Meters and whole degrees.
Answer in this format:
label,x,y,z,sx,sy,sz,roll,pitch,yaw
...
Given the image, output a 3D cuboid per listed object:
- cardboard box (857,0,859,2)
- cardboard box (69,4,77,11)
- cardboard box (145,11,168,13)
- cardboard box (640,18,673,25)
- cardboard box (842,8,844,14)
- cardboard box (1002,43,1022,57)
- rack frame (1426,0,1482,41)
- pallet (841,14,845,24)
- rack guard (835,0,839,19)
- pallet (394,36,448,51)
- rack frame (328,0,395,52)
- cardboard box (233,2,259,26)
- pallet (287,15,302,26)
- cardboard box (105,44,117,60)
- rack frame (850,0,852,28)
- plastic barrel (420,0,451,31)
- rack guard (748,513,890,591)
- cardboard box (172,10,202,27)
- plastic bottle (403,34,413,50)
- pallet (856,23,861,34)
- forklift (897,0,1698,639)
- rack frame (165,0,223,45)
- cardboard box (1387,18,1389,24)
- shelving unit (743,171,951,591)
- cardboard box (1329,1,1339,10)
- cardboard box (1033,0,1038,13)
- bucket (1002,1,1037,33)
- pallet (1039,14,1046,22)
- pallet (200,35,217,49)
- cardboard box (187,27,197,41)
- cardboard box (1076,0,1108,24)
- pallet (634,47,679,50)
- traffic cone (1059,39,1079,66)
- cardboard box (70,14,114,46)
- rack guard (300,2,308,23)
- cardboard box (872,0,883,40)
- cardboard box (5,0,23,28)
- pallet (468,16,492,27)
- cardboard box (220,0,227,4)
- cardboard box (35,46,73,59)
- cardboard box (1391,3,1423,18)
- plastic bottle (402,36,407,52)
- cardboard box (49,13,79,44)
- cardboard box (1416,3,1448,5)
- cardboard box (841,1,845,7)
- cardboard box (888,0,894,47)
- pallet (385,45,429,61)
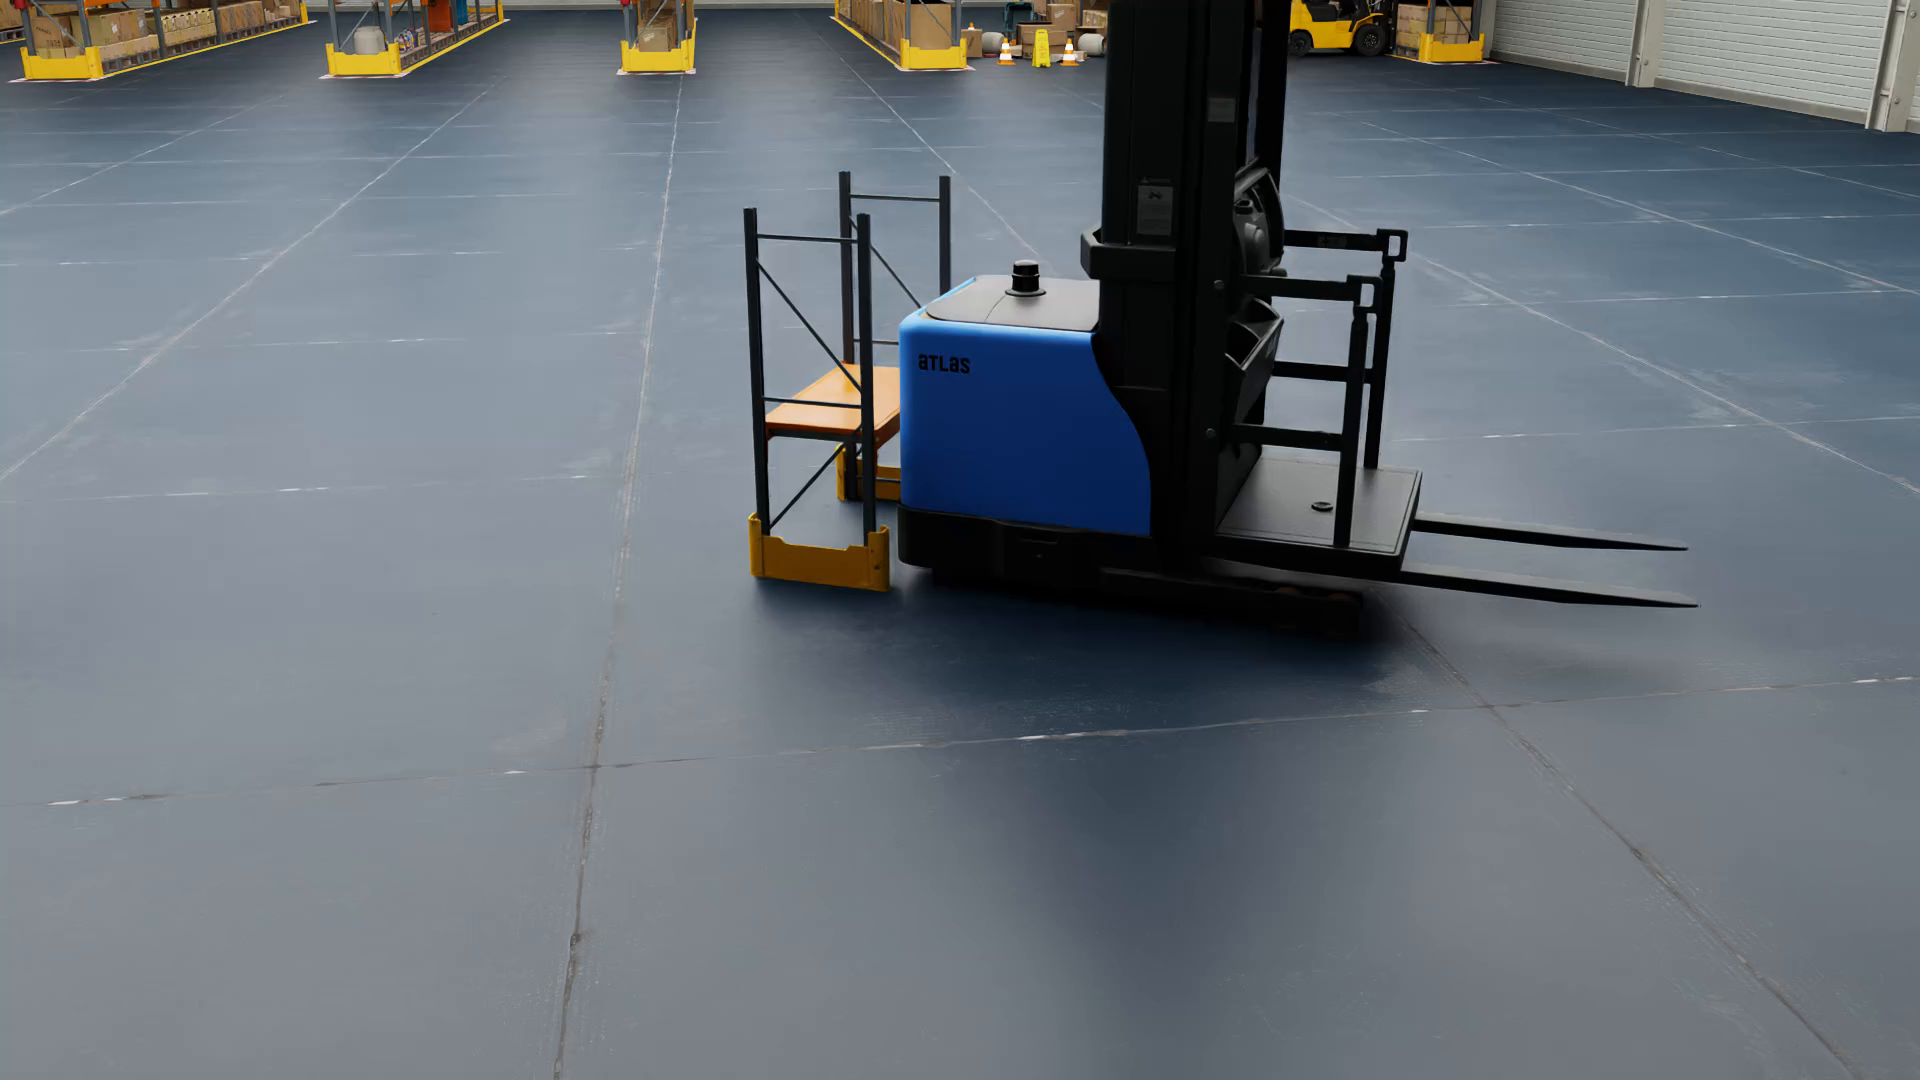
label,x,y,z,sx,sy,sz,roll,pitch,yaw
cardboard box,-2.135,-12.704,38.844,0.500,0.250,0.500,-2,21,-6
cardboard box,-22.071,-12.999,40.704,0.700,0.500,0.500,-4,21,-10
cardboard box,-16.421,-10.656,33.988,0.500,0.311,0.500,-3,21,-9
cardboard box,-5.873,-9.840,32.246,0.500,0.500,0.500,4,21,9
cardboard box,-2.859,-13.746,43.206,0.380,0.149,0.250,-4,21,-10
cardboard box,1.012,-9.584,32.498,0.396,0.266,0.258,1,20,2
rack frame,9.313,-10.519,31.092,1.000,3.000,0.127,-3,21,-8
pallet,-2.523,-13.485,43.020,1.003,0.211,1.213,-3,21,-8
rack guard,-2.778,-14.325,44.855,1.175,0.500,0.348,-3,21,-8
pallet,-11.213,-10.289,34.464,1.003,0.211,1.213,-3,21,-8
rack frame,-10.306,-9.518,28.411,1.000,3.000,0.127,-3,21,-8
cardboard box,-16.520,-12.131,38.352,0.500,0.500,0.500,-3,21,-8
pallet,-17.388,-13.200,42.257,1.003,0.211,1.213,-3,21,-8
cardboard box,-15.141,-8.547,29.144,0.500,0.250,0.500,-3,21,-8
rack frame,-2.212,-14.137,40.780,1.000,3.000,0.127,-3,21,-8
plastic barrel,-11.547,-11.636,36.585,0.600,0.830,0.708,-3,21,-8
rack guard,-0.572,0.046,6.735,0.587,0.250,0.087,6,21,16
cardboard box,-15.891,-10.687,34.070,0.500,0.311,0.500,-3,21,-8
plastic bottle,-10.411,-9.389,31.333,0.152,0.276,0.135,-3,21,-7
pallet,-1.919,-12.138,39.413,1.003,0.211,1.213,-3,21,-8
forklift,1.320,-1.213,6.274,3.031,2.935,1.130,7,22,18
rack frame,-16.361,-12.039,35.162,1.000,3.000,0.127,-3,21,-8
cardboard box,8.708,-10.340,33.228,0.500,0.250,0.500,-3,21,-8
shelving unit,-0.427,-0.706,6.963,0.587,1.500,1.083,6,21,16
cardboard box,8.546,-11.437,36.345,0.875,0.625,0.625,-3,21,-8
cardboard box,2.430,-14.263,44.180,0.875,0.438,0.875,-2,21,-6
bucket,1.242,-10.615,33.856,0.726,0.611,0.620,4,11,11
pallet,2.640,-13.383,42.746,1.003,0.211,1.213,-3,21,-8
pallet,-16.281,-10.446,34.882,1.003,0.211,1.213,-3,21,-8
cardboard box,-15.820,-10.247,33.695,0.500,0.250,0.500,-3,21,-7
cardboard box,3.231,-12.482,38.784,0.875,0.875,0.875,-3,21,-8
pallet,-5.670,-9.192,31.525,1.003,0.211,1.213,-3,21,-8
traffic cone,2.014,-8.989,30.622,0.336,0.463,0.334,-3,21,-8
cardboard box,-15.139,-8.899,29.013,0.500,0.500,0.500,-3,21,-8
rack guard,-17.504,-13.611,42.945,1.175,0.500,0.348,-3,21,-8
cardboard box,-1.237,-10.721,34.248,1.050,0.750,0.750,-3,21,-8
cardboard box,-21.486,-11.836,37.092,0.750,0.750,0.750,-2,21,-6
pallet,-12.359,-13.042,41.833,1.003,0.211,1.213,-3,21,-8
cardboard box,-16.965,-12.284,37.691,0.500,0.250,0.500,-3,21,-8
cardboard box,-15.578,-8.348,28.611,0.500,0.250,0.500,-3,21,-8
cardboard box,8.776,-10.390,32.649,0.500,0.250,0.500,-3,21,-7
plastic bottle,-10.274,-9.174,30.745,0.061,0.283,0.133,-3,21,-7
cardboard box,-15.739,-9.045,29.404,0.500,0.500,0.500,-3,21,-8
cardboard box,9.294,-10.418,32.724,0.500,0.250,0.500,-3,21,-8
cardboard box,-2.931,-14.056,43.613,0.380,0.149,0.250,-2,21,-6
cardboard box,-0.904,-10.036,32.235,0.875,0.875,0.875,-3,21,-7
pallet,-10.827,-9.362,31.979,1.003,0.211,1.213,-3,21,-8
